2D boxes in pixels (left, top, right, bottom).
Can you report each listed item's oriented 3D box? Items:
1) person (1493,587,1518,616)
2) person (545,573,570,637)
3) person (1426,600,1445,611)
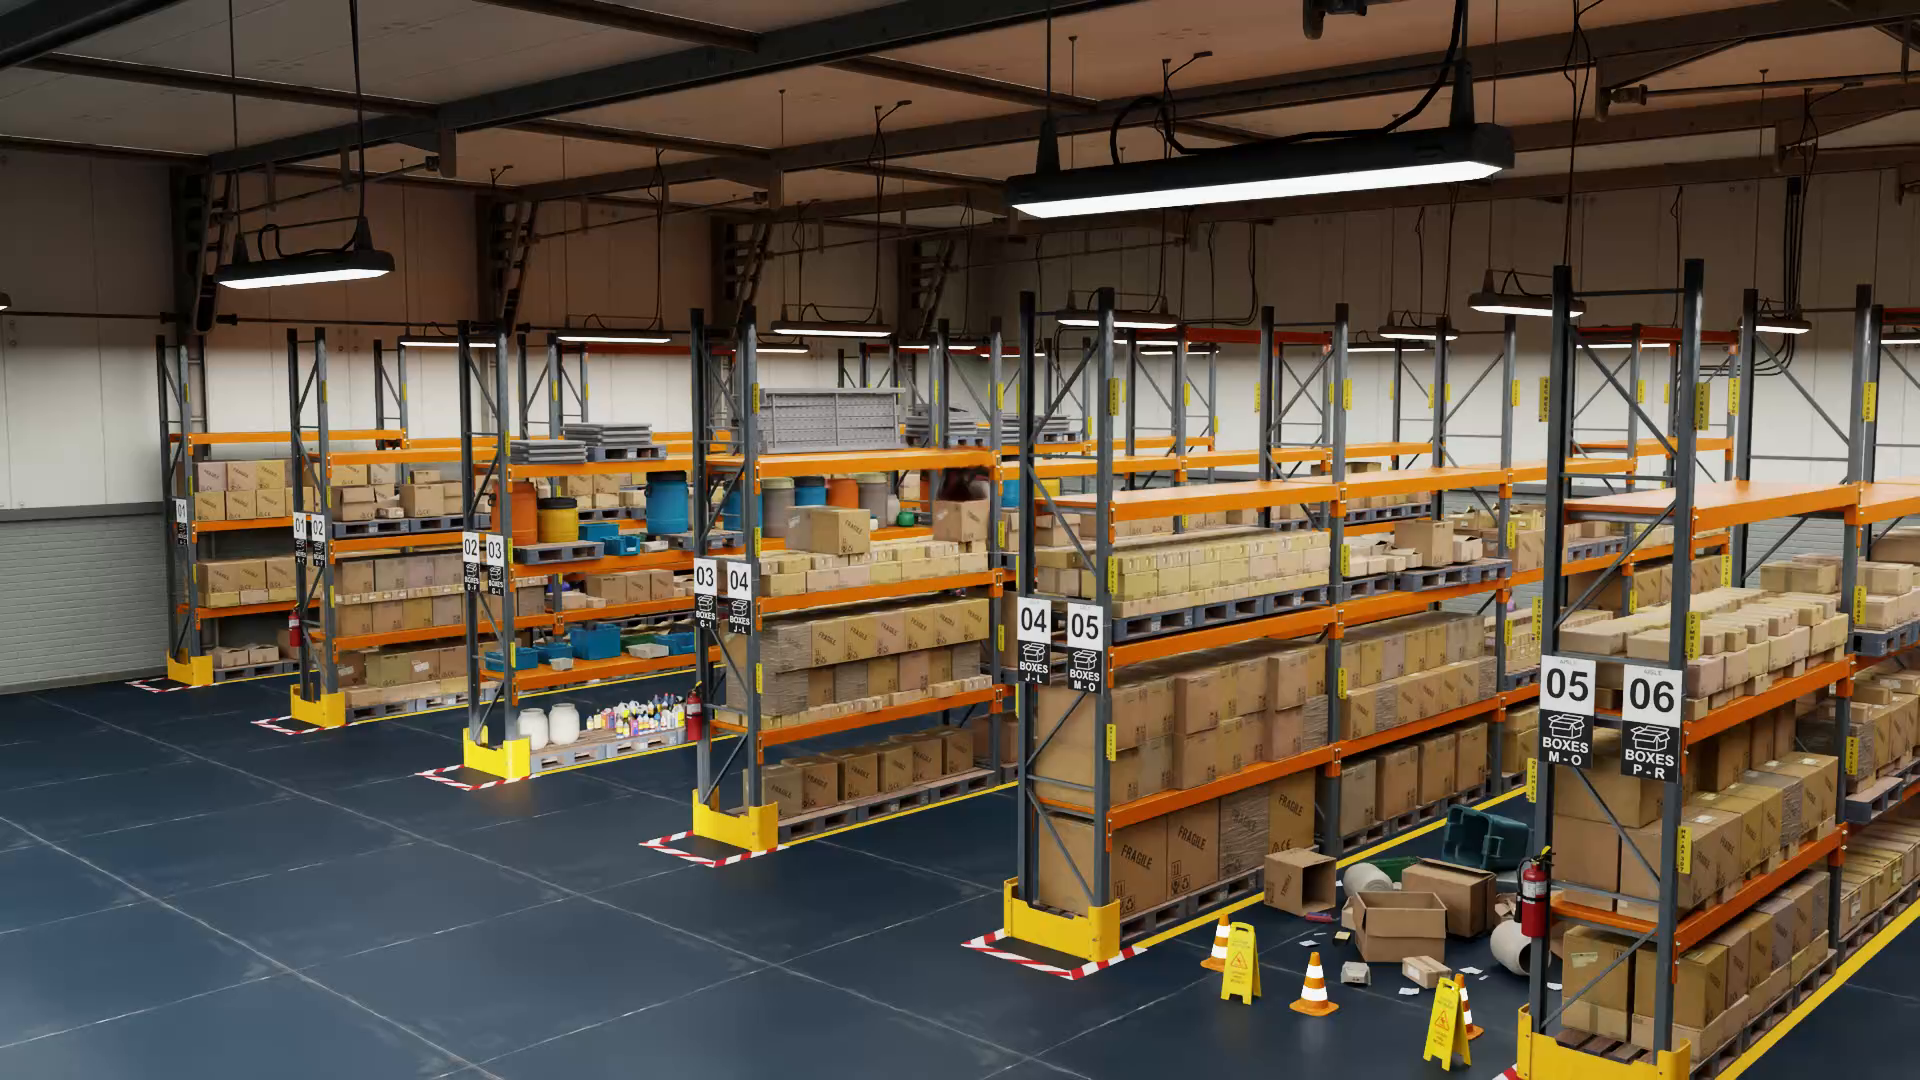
[{"bbox_3d":[9.674,1.605,29.429,0.501,1.600,0.497,1,5,9],"label":"person"},{"bbox_3d":[-7.756,1.353,32.086,0.394,1.610,0.964,4,7,36],"label":"person"},{"bbox_3d":[9.356,1.174,33.033,0.546,1.747,0.651,-1,5,-6],"label":"person"}]
